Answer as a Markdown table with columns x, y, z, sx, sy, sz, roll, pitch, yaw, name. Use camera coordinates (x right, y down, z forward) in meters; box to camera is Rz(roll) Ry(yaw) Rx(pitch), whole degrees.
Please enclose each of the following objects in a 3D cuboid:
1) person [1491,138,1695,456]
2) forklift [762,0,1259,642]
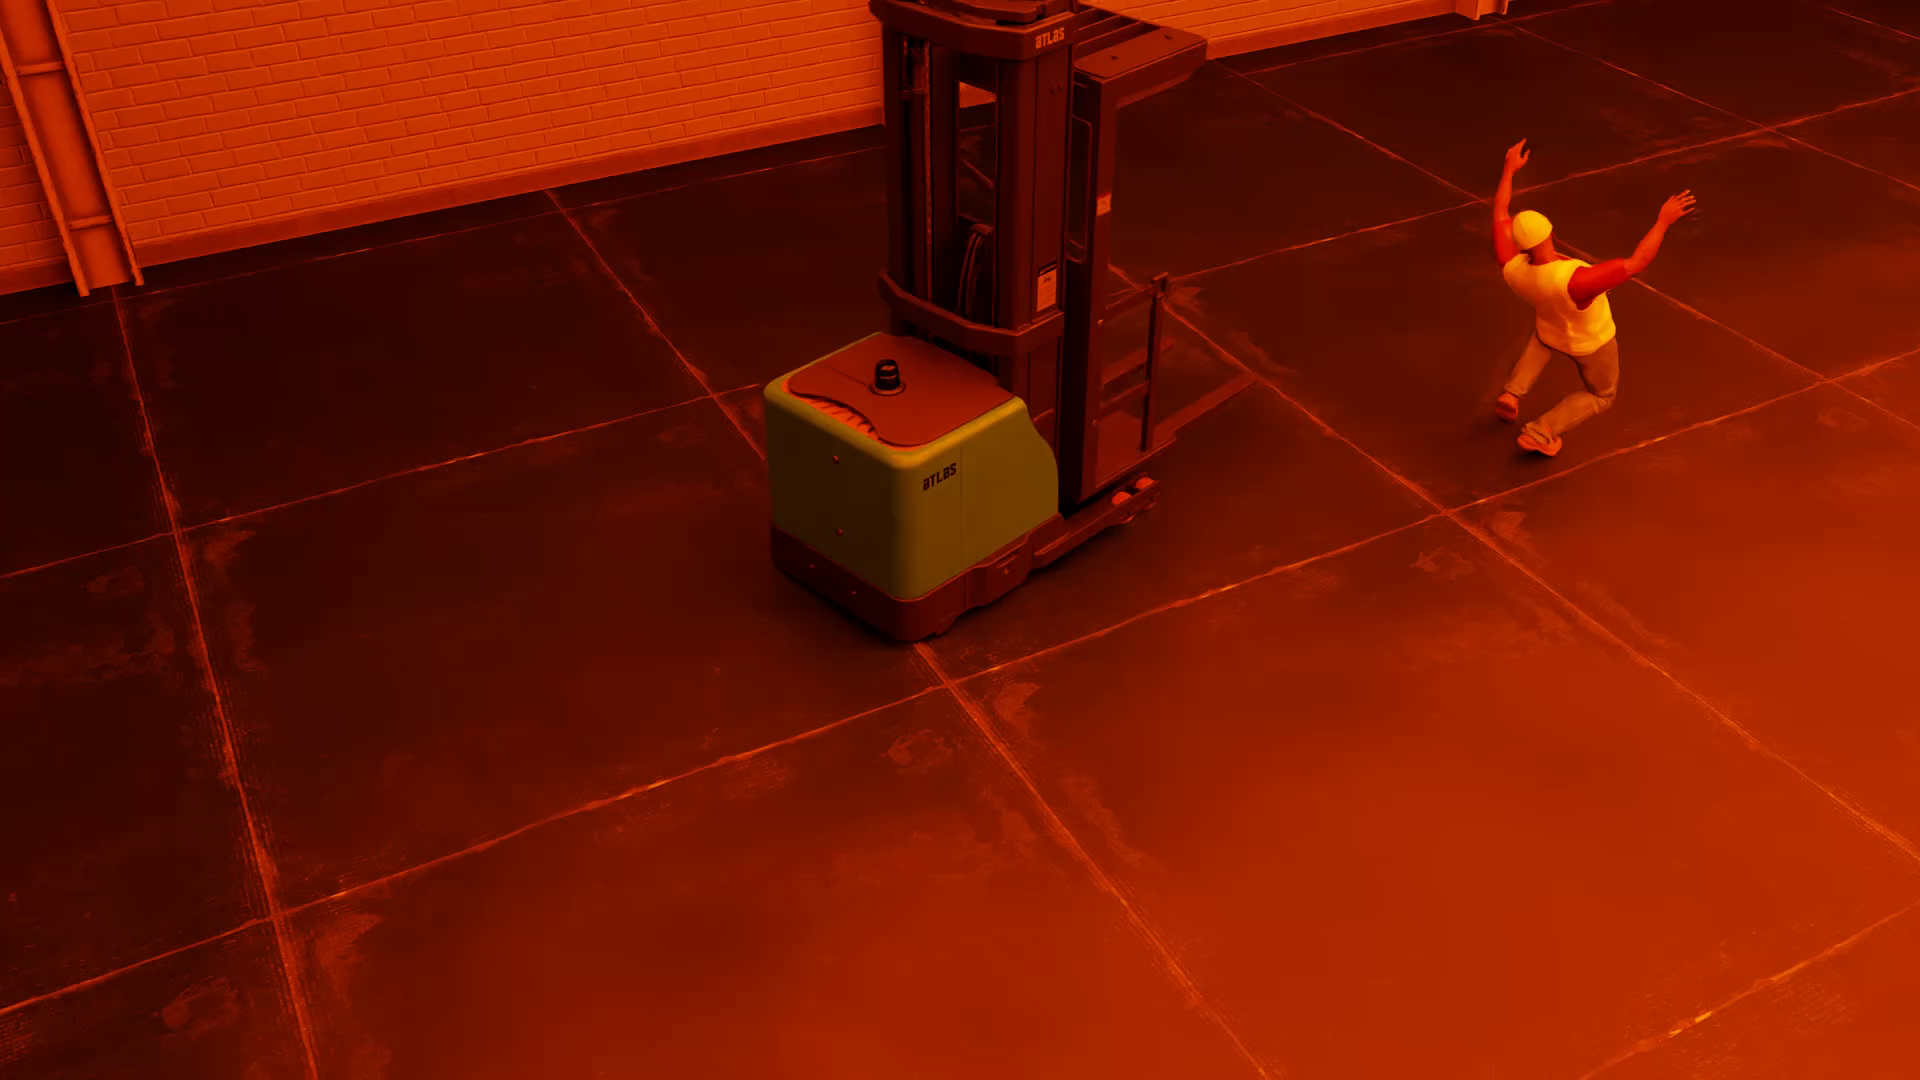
| x | y | z | sx | sy | sz | roll | pitch | yaw | name |
| --- | --- | --- | --- | --- | --- | --- | --- | --- | --- |
| 3.186 | -1.238 | 9.026 | 0.773 | 1.627 | 1.011 | -19 | 40 | -25 | person |
| 0.438 | -1.469 | 8.202 | 1.130 | 2.935 | 3.031 | 29 | 45 | 35 | forklift |
